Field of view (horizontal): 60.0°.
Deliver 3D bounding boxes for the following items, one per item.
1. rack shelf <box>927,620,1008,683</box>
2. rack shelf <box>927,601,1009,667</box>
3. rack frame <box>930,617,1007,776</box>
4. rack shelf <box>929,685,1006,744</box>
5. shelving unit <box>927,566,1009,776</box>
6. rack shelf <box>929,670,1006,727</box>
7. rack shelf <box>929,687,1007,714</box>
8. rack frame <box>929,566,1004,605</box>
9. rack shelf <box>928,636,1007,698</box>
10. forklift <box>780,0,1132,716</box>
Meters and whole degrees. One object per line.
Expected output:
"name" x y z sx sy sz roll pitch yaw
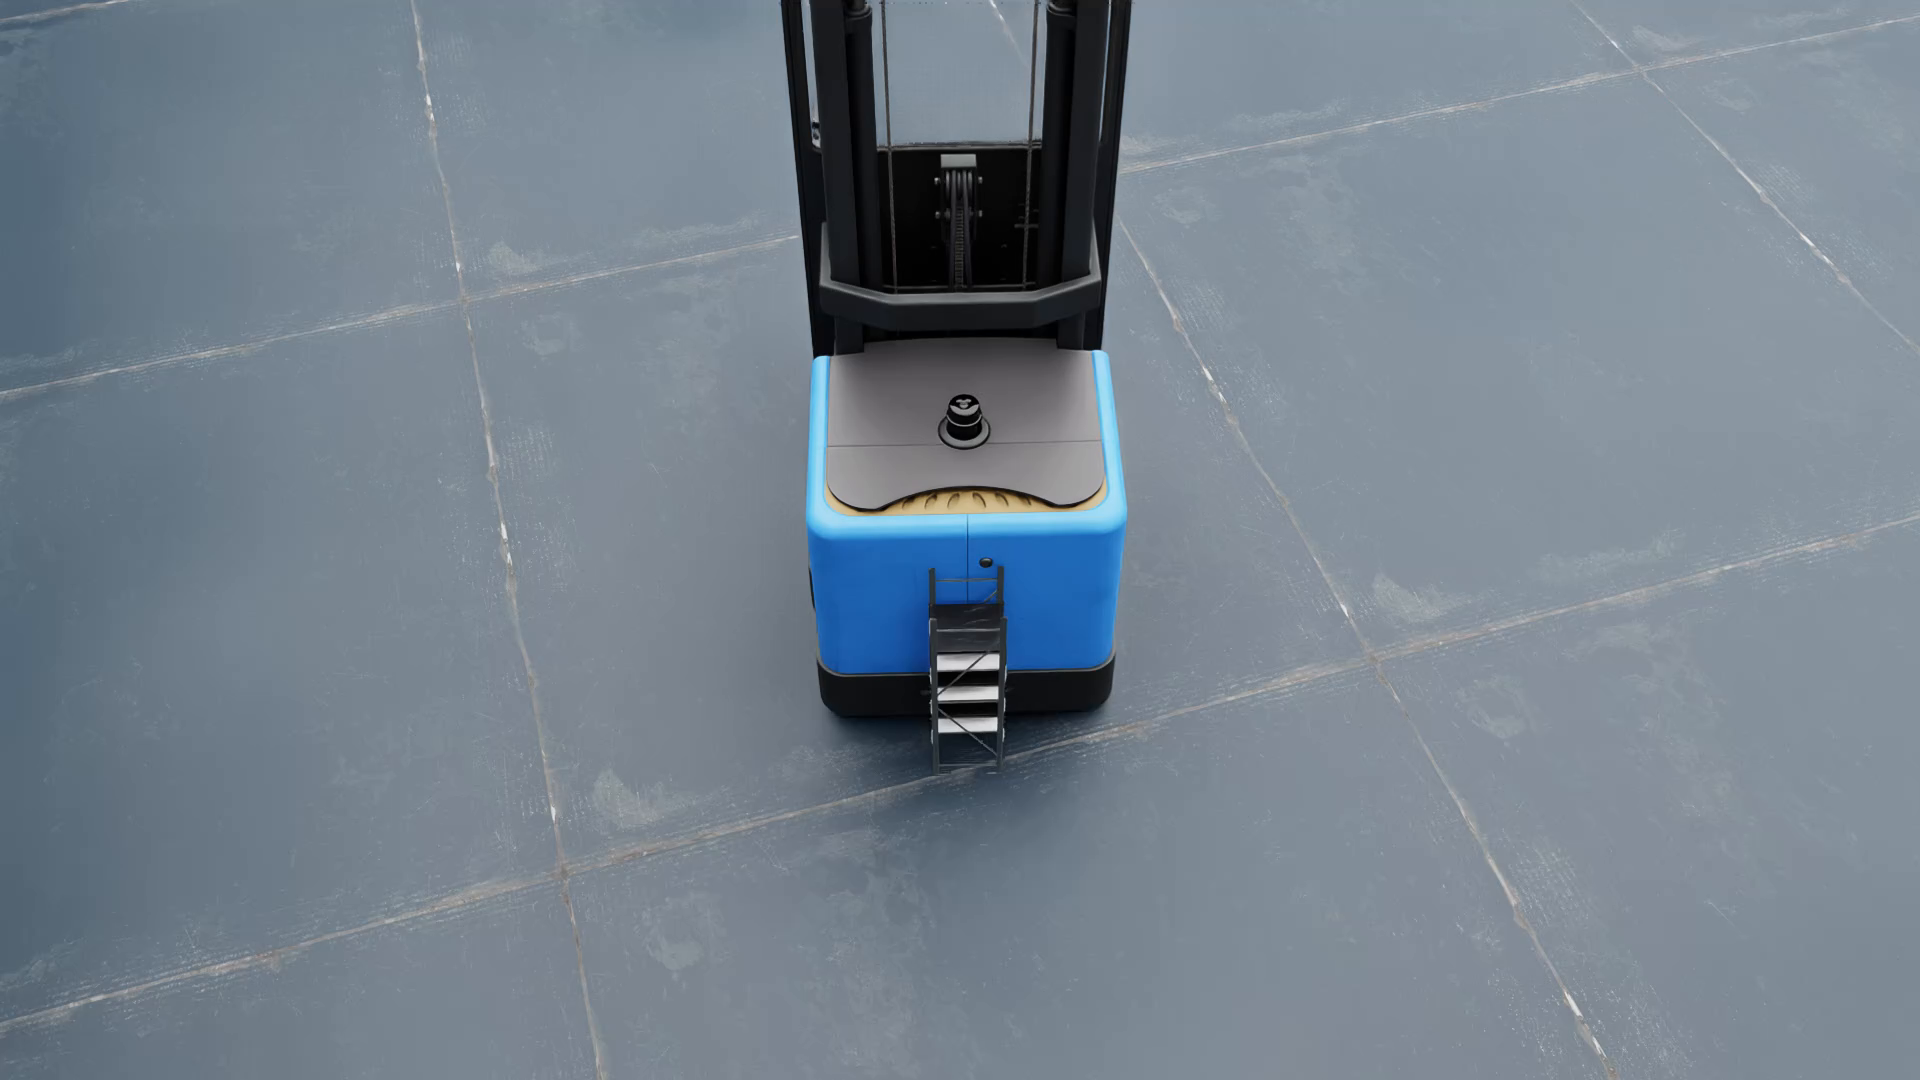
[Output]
"rack shelf" 0.024 0.361 5.455 0.258 0.077 0.200 -1 50 -1
"rack shelf" 0.024 0.303 5.386 0.258 0.077 0.200 -1 50 -1
"rack frame" 0.027 0.534 5.501 0.240 0.900 0.006 -1 50 -1
"rack shelf" 0.024 0.593 5.730 0.258 0.077 0.200 -1 50 -1
"shelving unit" 0.024 0.456 5.567 0.258 0.900 0.210 -1 50 -1
"rack shelf" 0.024 0.535 5.661 0.258 0.077 0.200 -1 50 -1
"rack shelf" 0.024 0.477 5.592 0.258 0.077 0.200 -1 50 -1
"rack frame" 0.021 0.378 5.632 0.240 0.900 0.006 -1 50 -1
"rack shelf" 0.024 0.419 5.523 0.258 0.077 0.200 -1 50 -1
"forklift" -0.019 -1.439 5.836 1.130 2.935 3.031 -1 50 -1
